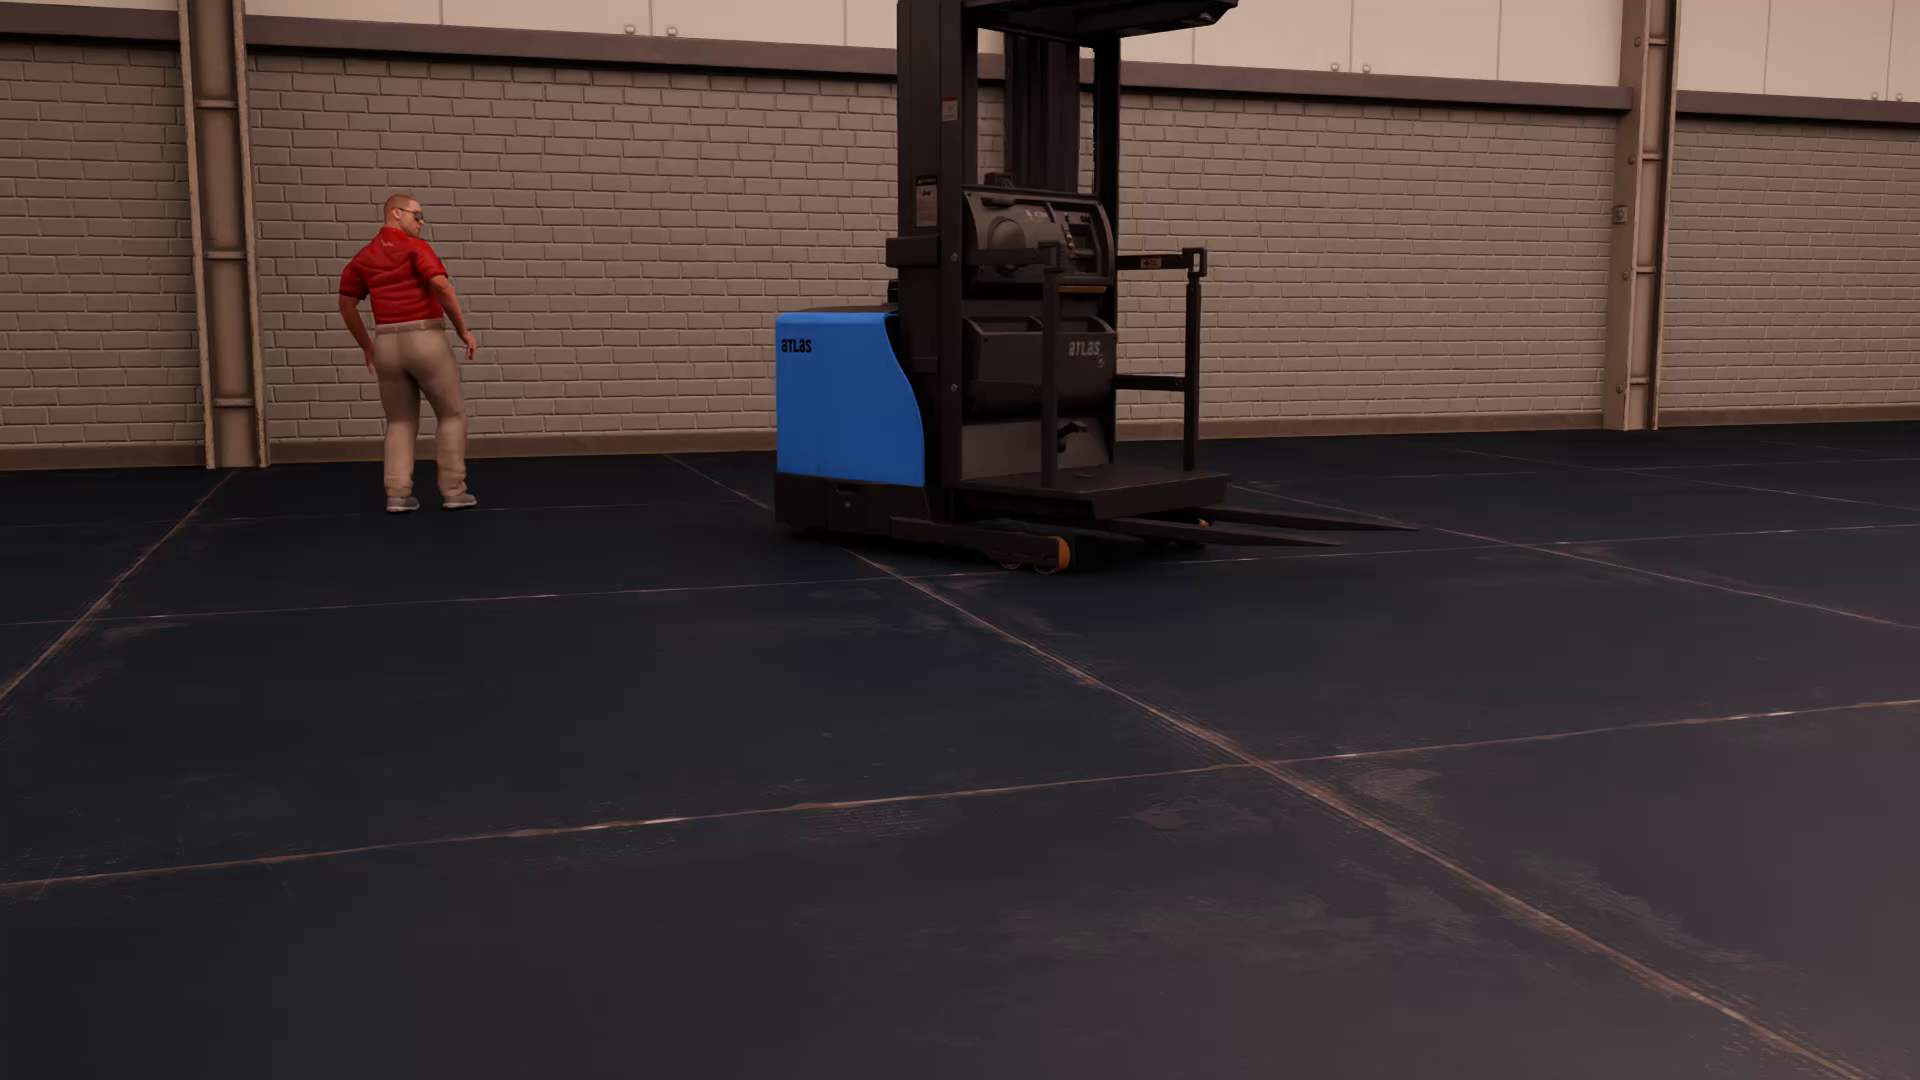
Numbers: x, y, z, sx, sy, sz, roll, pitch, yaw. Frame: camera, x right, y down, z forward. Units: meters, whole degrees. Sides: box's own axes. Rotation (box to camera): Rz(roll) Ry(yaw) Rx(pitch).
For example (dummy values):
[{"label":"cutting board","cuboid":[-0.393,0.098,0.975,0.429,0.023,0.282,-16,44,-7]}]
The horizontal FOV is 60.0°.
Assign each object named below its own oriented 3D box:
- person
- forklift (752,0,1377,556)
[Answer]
[{"label":"person","cuboid":[-2.951,-1.017,8.997,0.523,1.730,0.372,2,8,12]},{"label":"forklift","cuboid":[0.572,-1.485,7.969,3.031,2.935,1.130,-3,8,-21]}]
